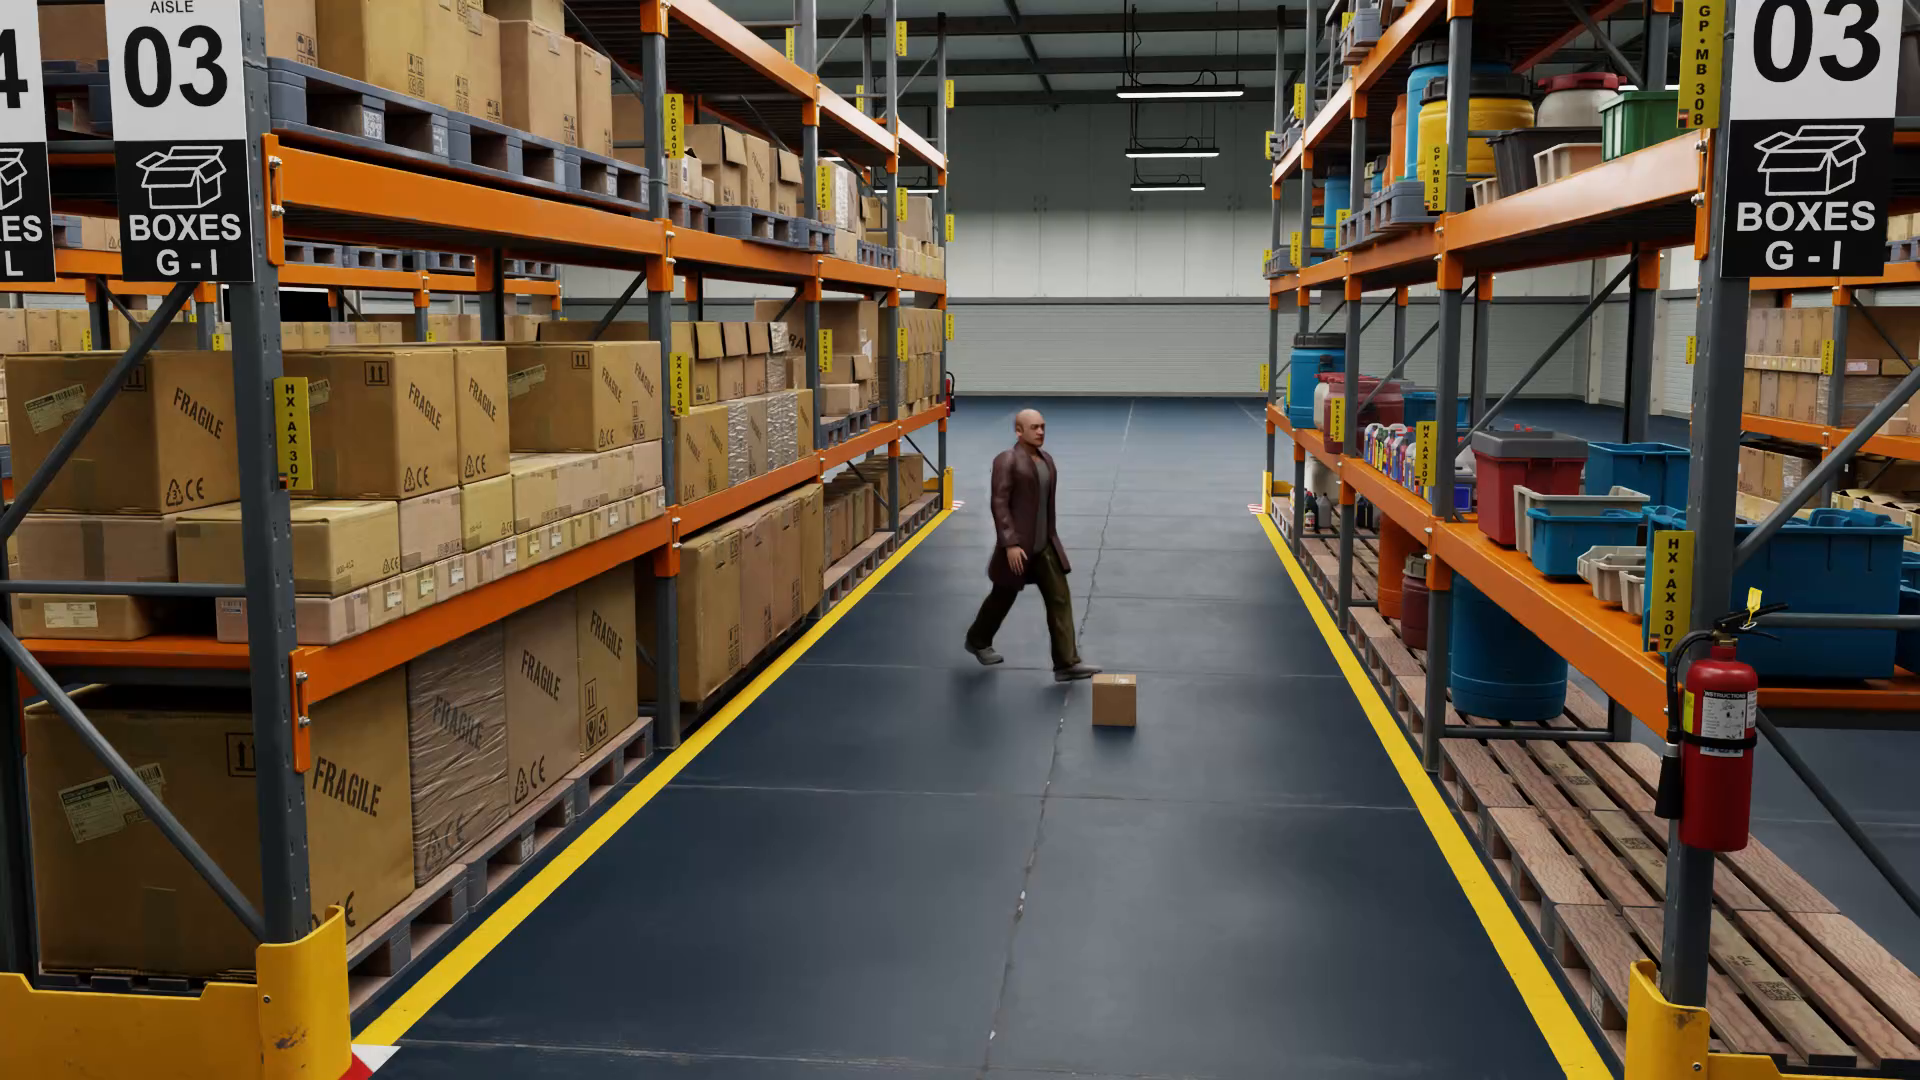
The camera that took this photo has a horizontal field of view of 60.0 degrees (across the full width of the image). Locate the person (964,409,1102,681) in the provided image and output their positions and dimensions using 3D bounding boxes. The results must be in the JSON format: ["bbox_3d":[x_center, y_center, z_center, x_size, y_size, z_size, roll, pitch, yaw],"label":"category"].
[{"bbox_3d":[0.417,0.028,10.684,0.602,1.737,1.147,-6,9,-38],"label":"person"}]
